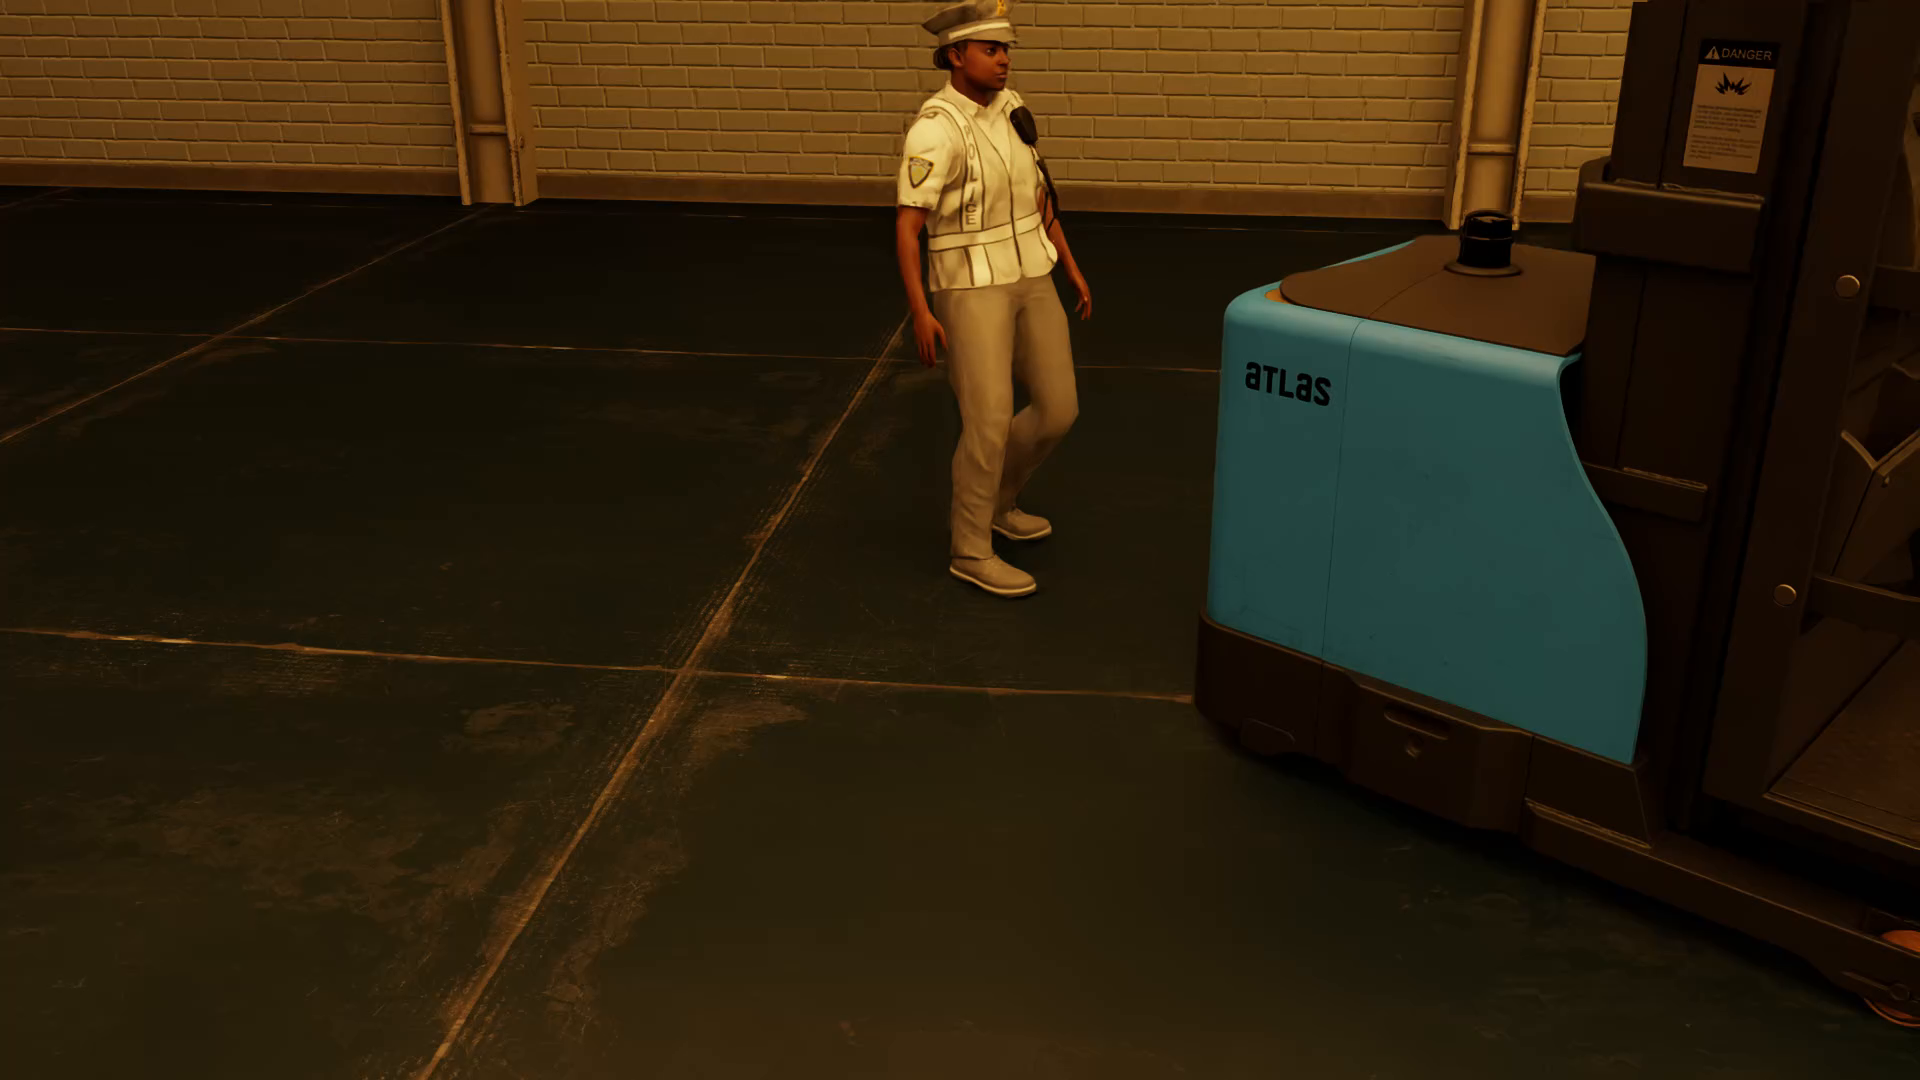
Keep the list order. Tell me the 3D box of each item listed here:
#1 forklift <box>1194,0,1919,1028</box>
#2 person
[{"bbox_3d":[1.988,-0.655,2.880,3.031,2.935,1.130,19,29,39],"label":"forklift"},{"bbox_3d":[0.110,-0.701,4.738,0.643,1.629,0.587,-18,28,-38],"label":"person"}]
